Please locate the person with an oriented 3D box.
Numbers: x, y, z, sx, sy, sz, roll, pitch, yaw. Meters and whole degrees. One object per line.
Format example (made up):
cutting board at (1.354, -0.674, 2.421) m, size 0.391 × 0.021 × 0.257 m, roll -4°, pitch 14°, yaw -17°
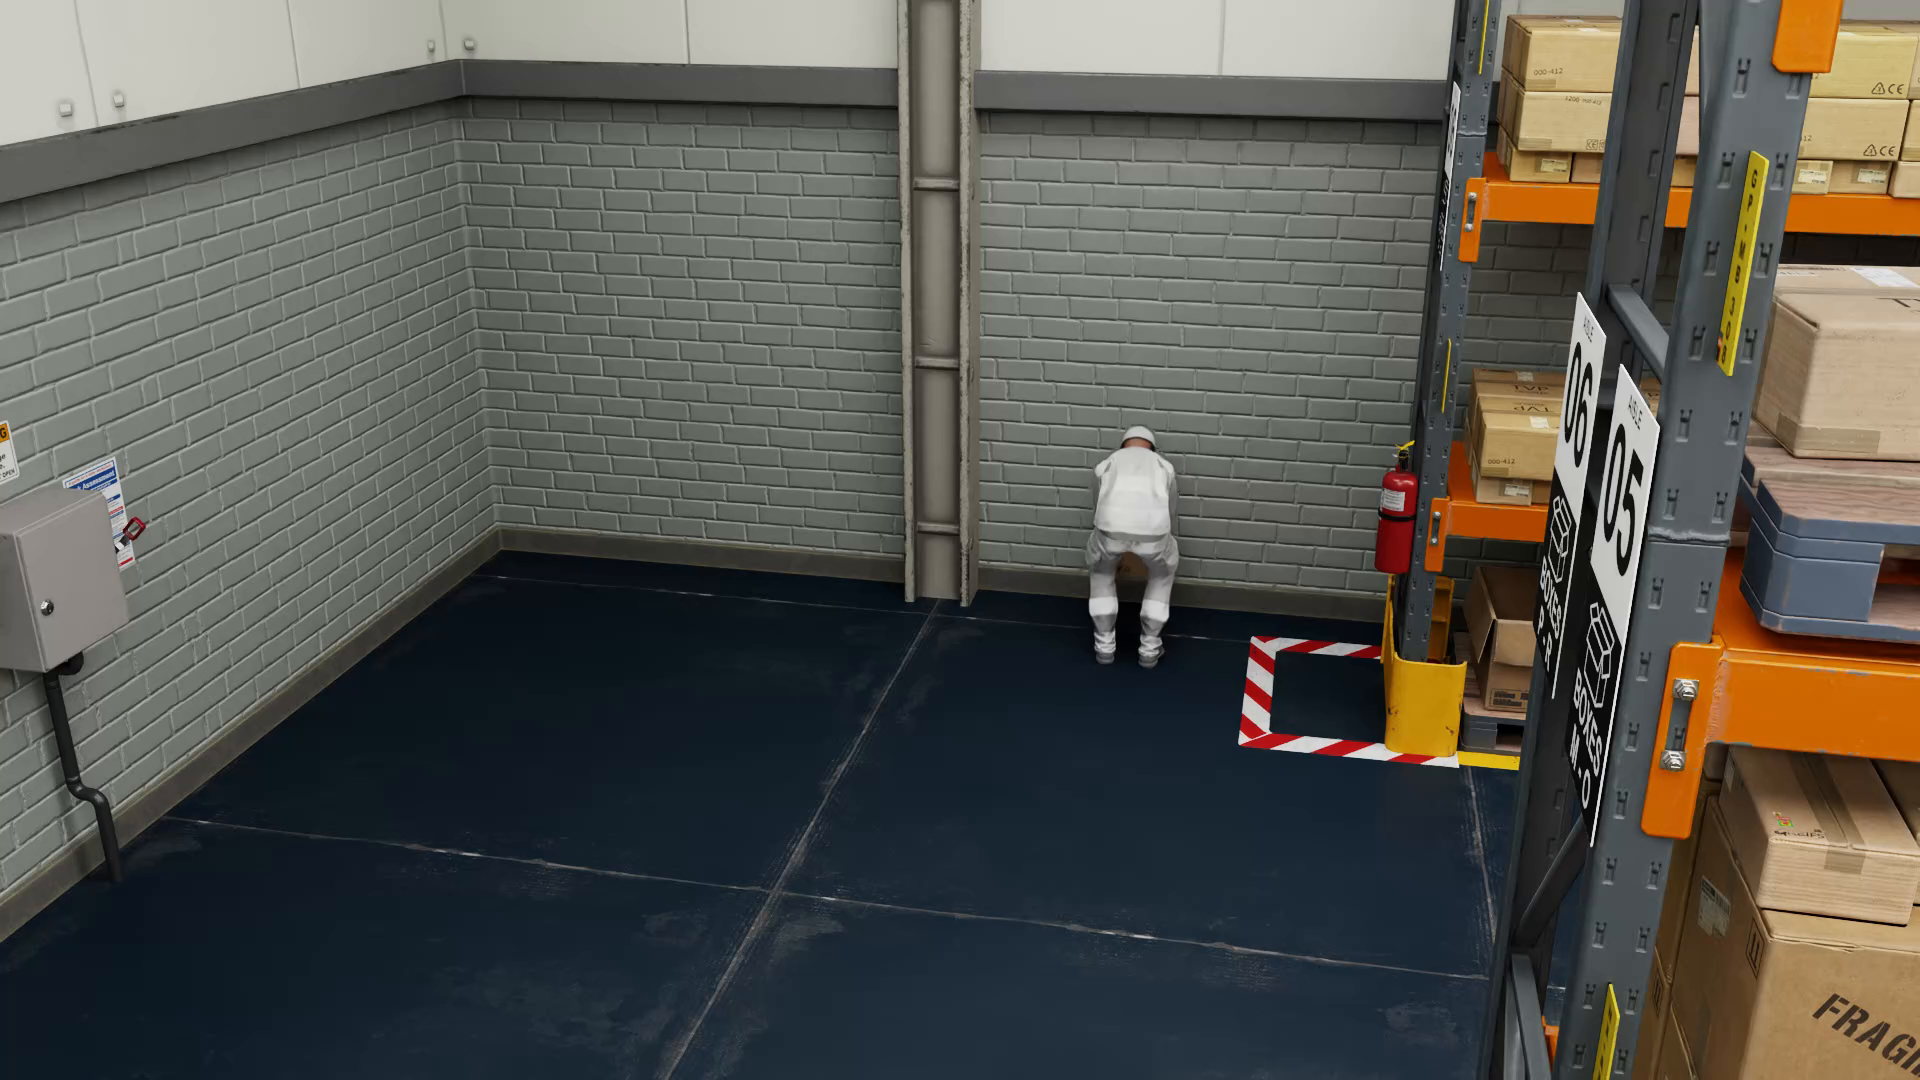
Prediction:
person at (0.967, 0.057, 9.279) m, size 0.517 × 1.149 × 0.903 m, roll 3°, pitch 22°, yaw 9°
